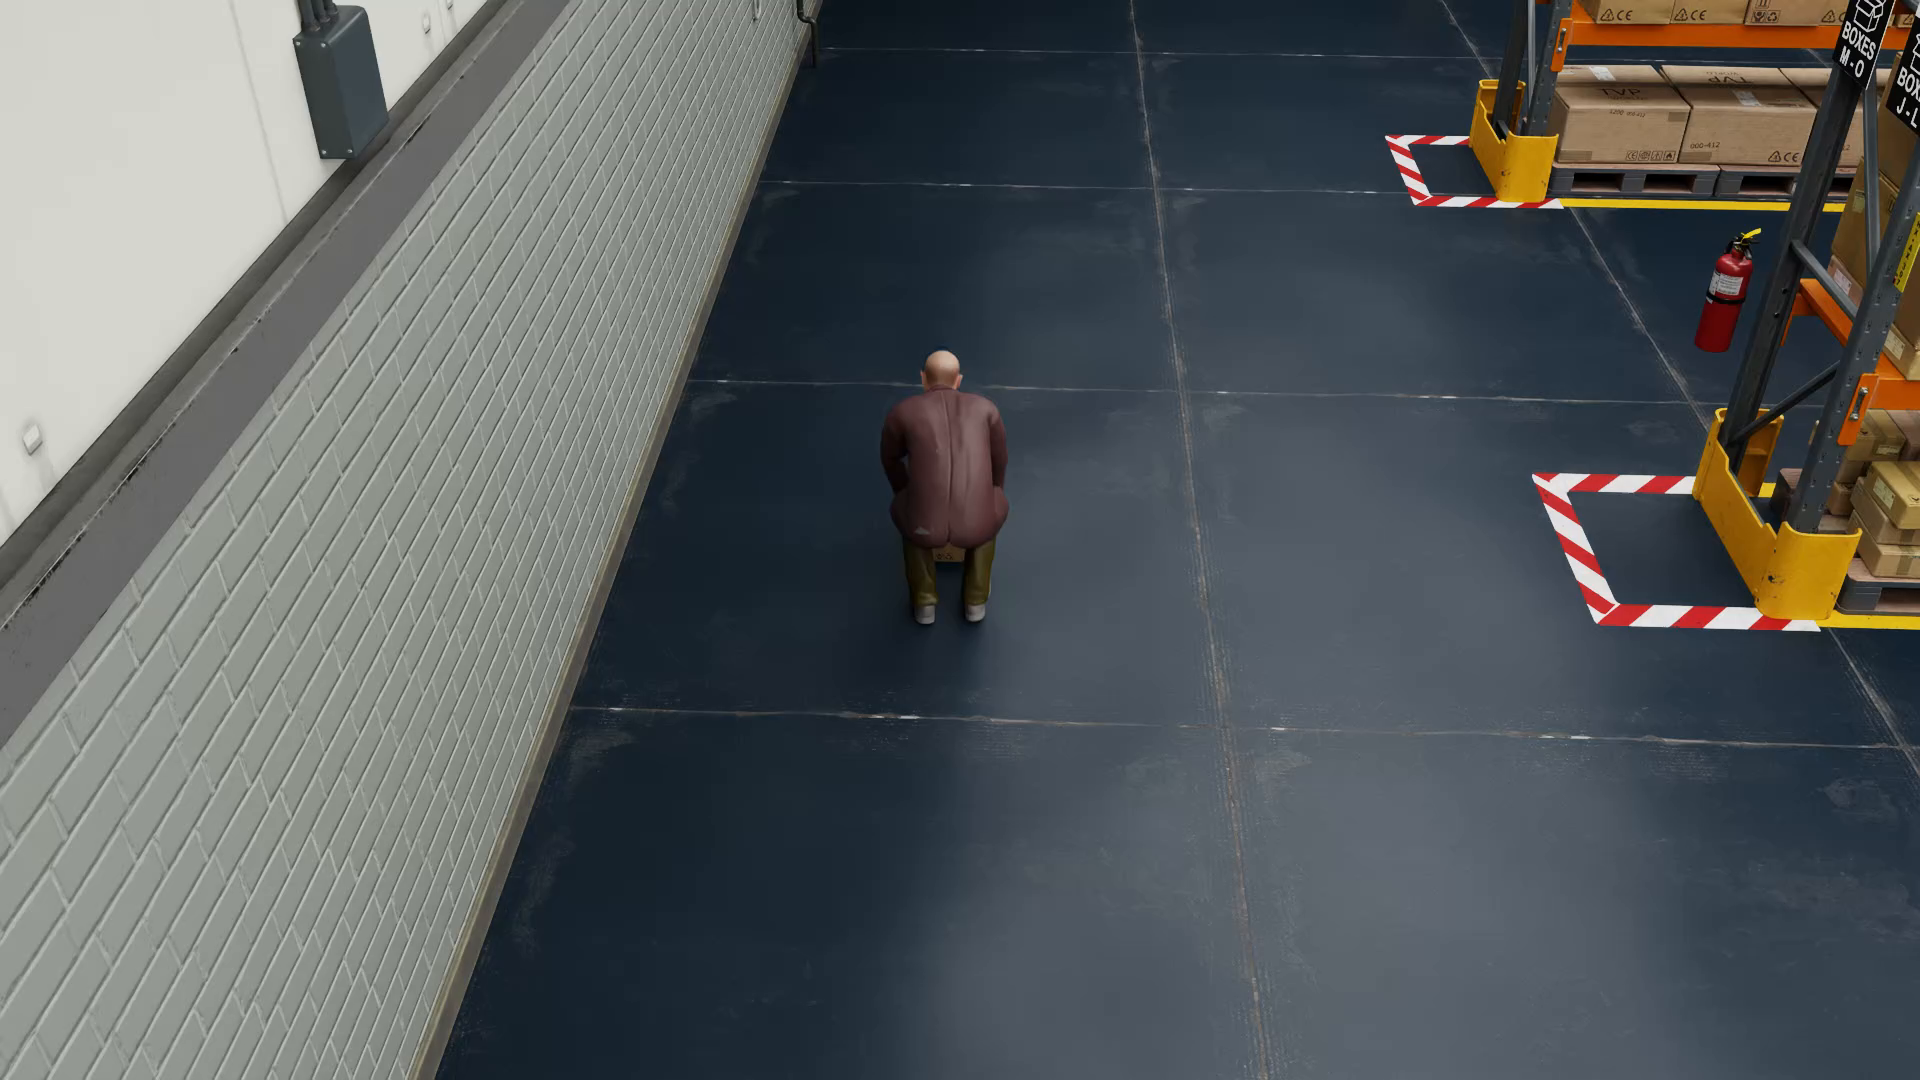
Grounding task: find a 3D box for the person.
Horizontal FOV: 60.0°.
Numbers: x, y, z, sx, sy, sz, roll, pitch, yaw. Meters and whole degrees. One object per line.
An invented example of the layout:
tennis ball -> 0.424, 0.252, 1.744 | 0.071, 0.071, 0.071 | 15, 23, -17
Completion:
person -> -0.071, -0.196, 7.953 | 0.619, 1.153, 0.840 | 1, 35, 2
